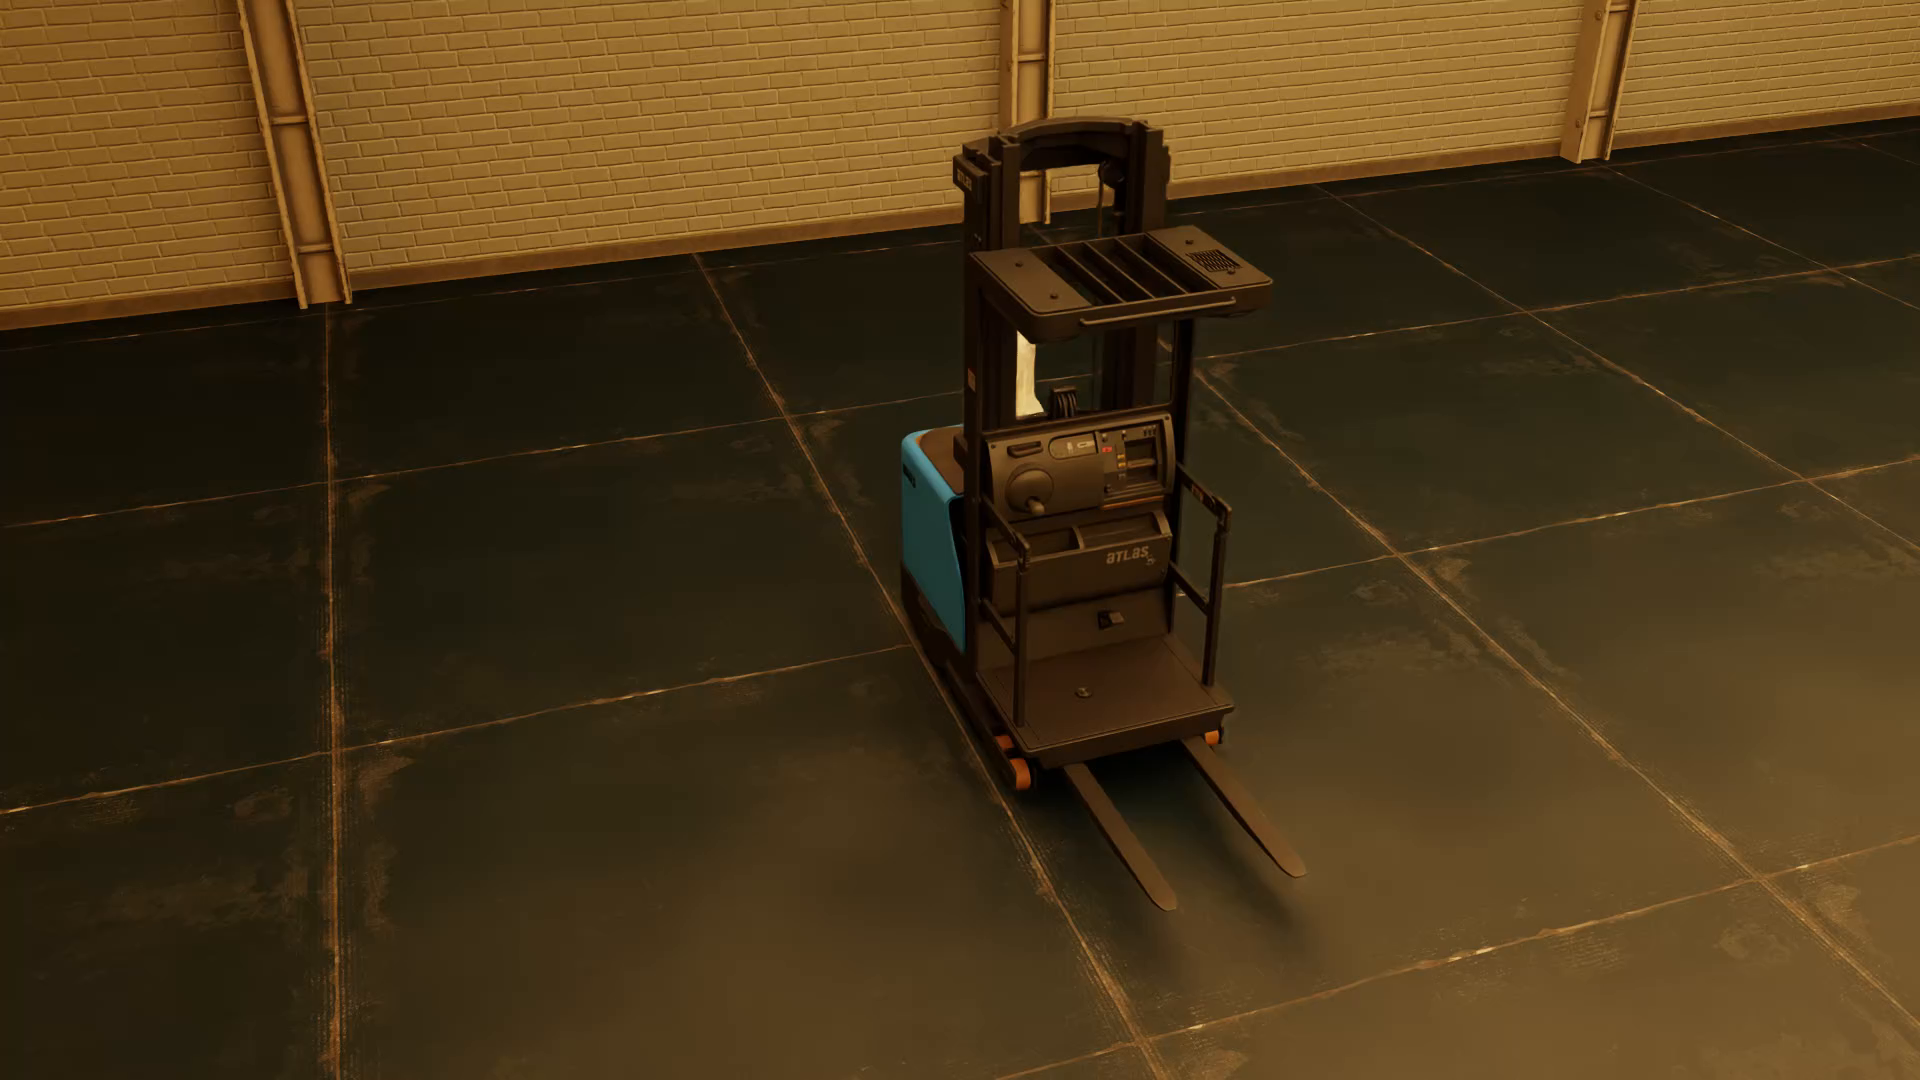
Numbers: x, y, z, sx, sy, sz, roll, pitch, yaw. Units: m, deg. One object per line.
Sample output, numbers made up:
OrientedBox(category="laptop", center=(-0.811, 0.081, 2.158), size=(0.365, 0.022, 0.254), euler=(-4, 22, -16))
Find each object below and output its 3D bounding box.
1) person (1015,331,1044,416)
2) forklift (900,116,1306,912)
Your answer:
OrientedBox(category="person", center=(0.379, -0.814, 9.750), size=(0.992, 1.692, 0.741), euler=(-16, 33, -25))
OrientedBox(category="forklift", center=(0.649, -0.302, 7.612), size=(1.130, 2.935, 3.031), euler=(-10, 31, -17))
